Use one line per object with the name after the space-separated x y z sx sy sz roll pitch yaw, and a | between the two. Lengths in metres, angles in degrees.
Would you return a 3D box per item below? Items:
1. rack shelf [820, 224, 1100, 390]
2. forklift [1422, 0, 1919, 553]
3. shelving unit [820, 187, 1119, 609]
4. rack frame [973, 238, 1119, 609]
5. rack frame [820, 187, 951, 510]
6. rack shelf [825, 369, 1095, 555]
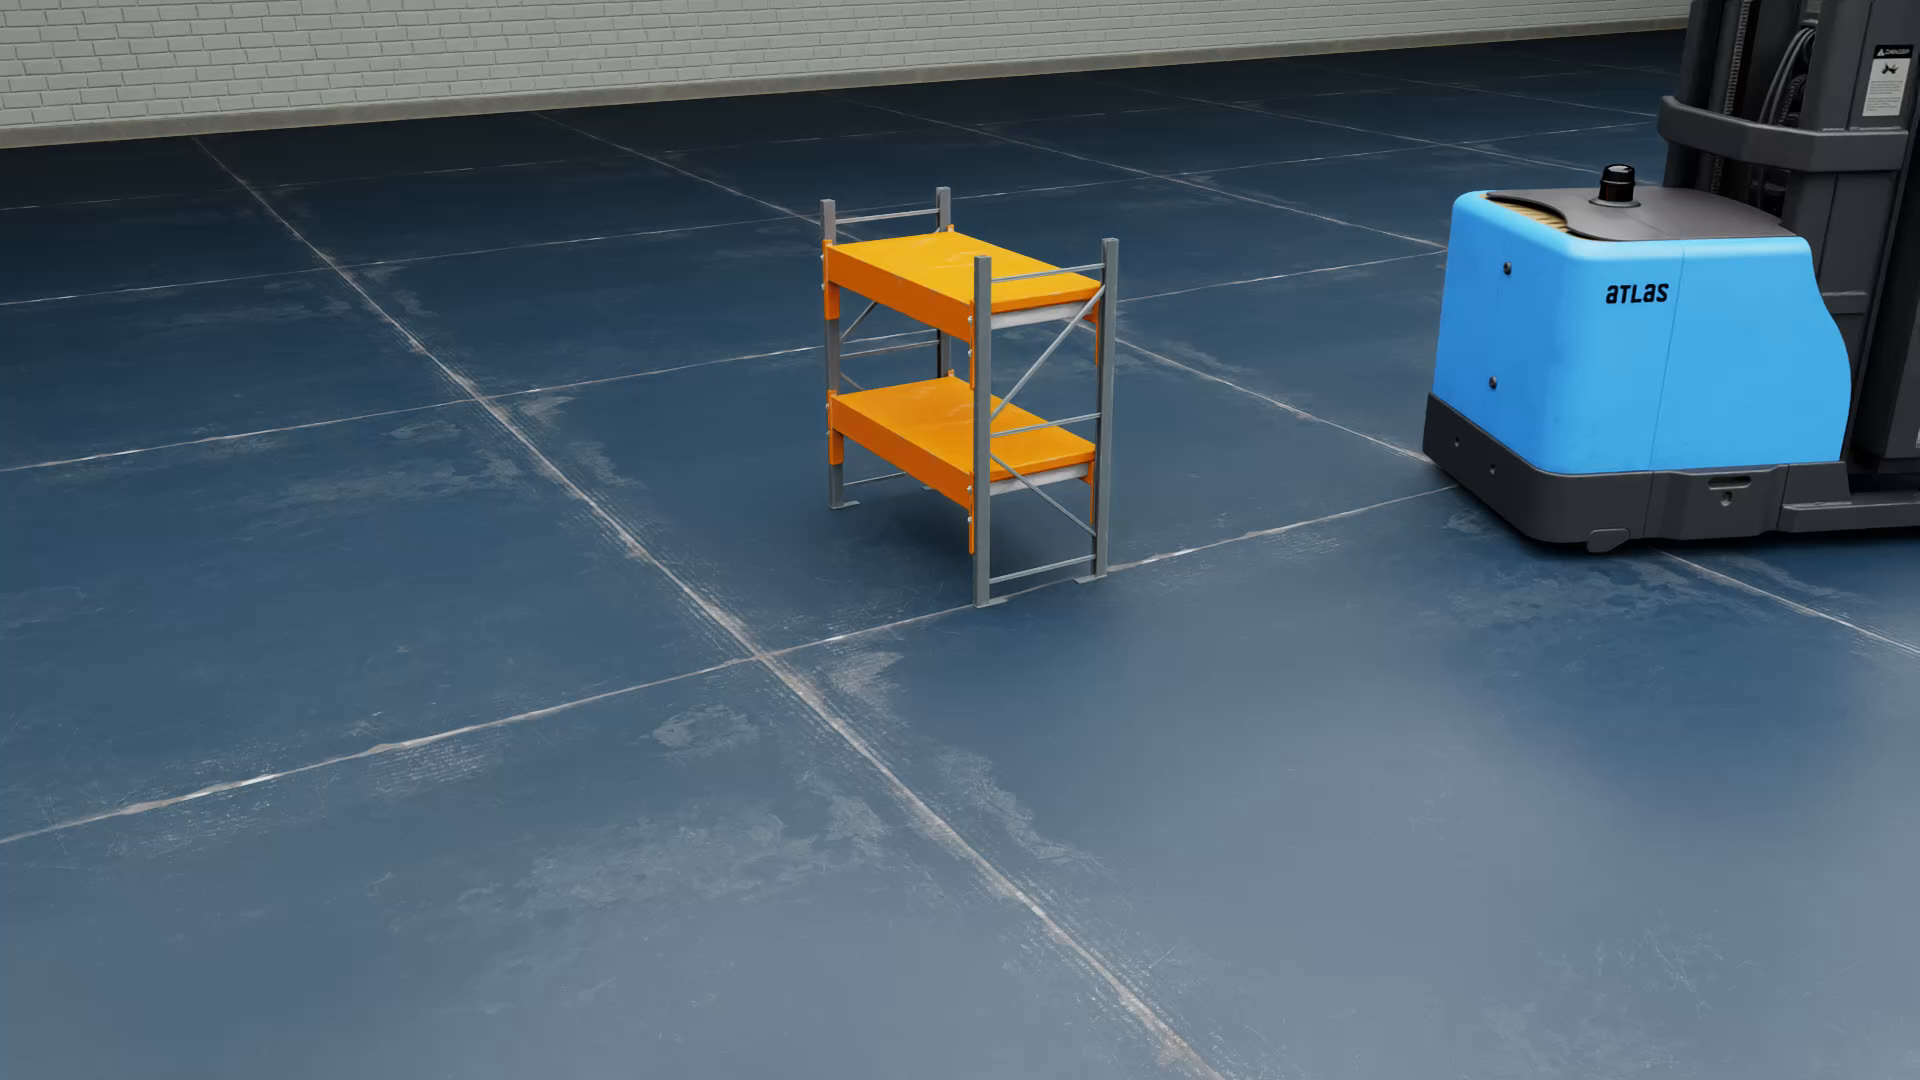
0.003 -0.790 5.484 0.538 0.278 1.000 -13 25 -28 | rack shelf
3.358 -1.552 5.738 3.031 2.935 1.130 -3 22 -8 | forklift
0.003 -0.519 5.594 0.538 1.125 1.048 -13 25 -28 | shelving unit
0.263 -0.354 5.189 0.500 1.125 0.032 -13 25 -28 | rack frame
-0.256 -0.683 5.999 0.500 1.125 0.032 -13 25 -28 | rack frame
0.003 -0.292 5.686 0.538 0.278 1.000 -13 25 -28 | rack shelf
